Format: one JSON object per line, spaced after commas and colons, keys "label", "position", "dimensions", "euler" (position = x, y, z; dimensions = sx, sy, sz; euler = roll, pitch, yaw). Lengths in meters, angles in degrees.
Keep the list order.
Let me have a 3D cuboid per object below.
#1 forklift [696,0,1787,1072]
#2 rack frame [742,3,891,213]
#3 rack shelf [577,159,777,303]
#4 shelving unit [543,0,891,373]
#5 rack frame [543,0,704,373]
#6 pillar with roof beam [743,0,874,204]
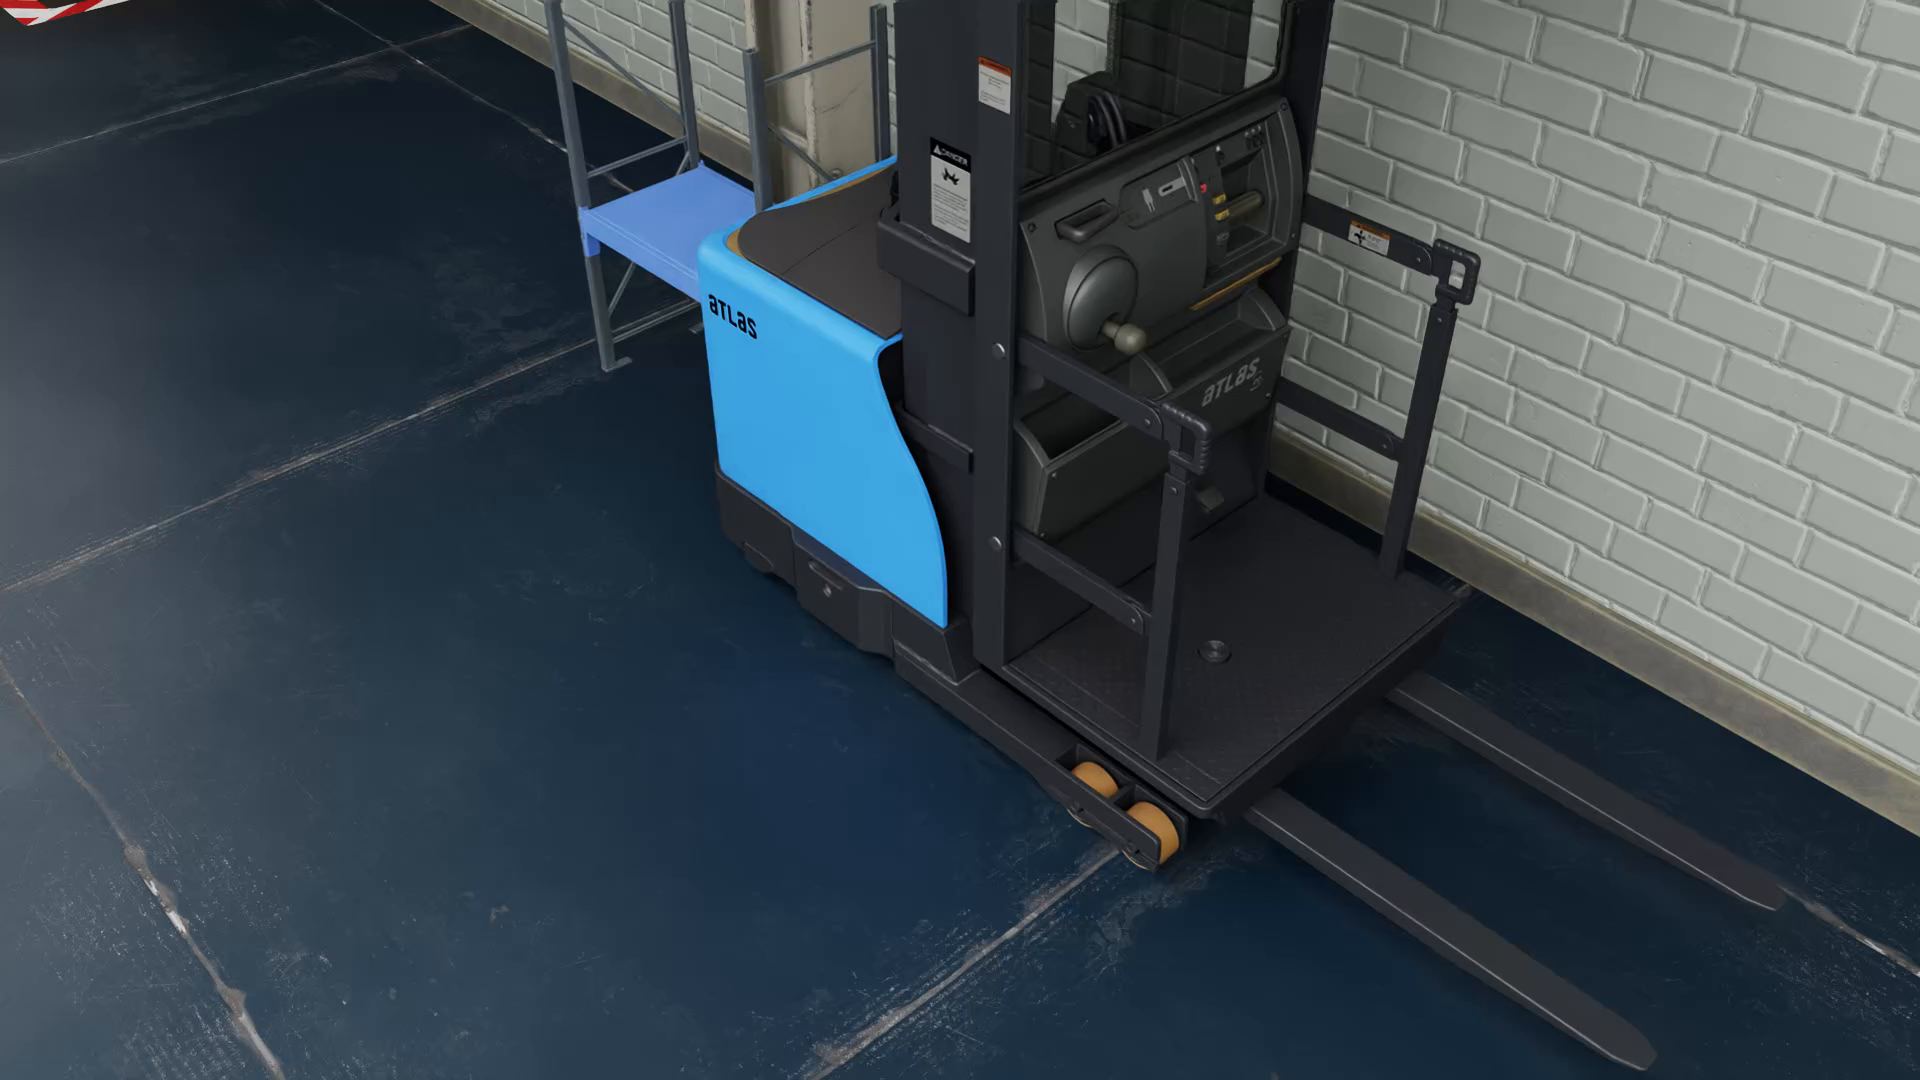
{"label": "forklift", "position": [0.637, -0.677, 3.755], "dimensions": [1.130, 2.935, 3.031], "euler": [-31, 48, -33]}
{"label": "rack frame", "position": [-0.400, -0.841, 5.097], "dimensions": [0.500, 1.500, 0.032], "euler": [-31, 48, -33]}
{"label": "rack shelf", "position": [-0.752, -0.931, 5.495], "dimensions": [0.538, 0.185, 1.000], "euler": [-31, 48, -33]}
{"label": "shelving unit", "position": [-0.752, -1.071, 5.382], "dimensions": [0.538, 1.500, 1.048], "euler": [-31, 48, -33]}
{"label": "rack frame", "position": [-1.104, -1.301, 5.668], "dimensions": [0.500, 1.500, 0.032], "euler": [-31, 48, -33]}
{"label": "pillar with roof beam", "position": [-3.731, -2.876, 1.649], "dimensions": [9.100, 9.000, 0.400], "euler": [-30, 48, -32]}
